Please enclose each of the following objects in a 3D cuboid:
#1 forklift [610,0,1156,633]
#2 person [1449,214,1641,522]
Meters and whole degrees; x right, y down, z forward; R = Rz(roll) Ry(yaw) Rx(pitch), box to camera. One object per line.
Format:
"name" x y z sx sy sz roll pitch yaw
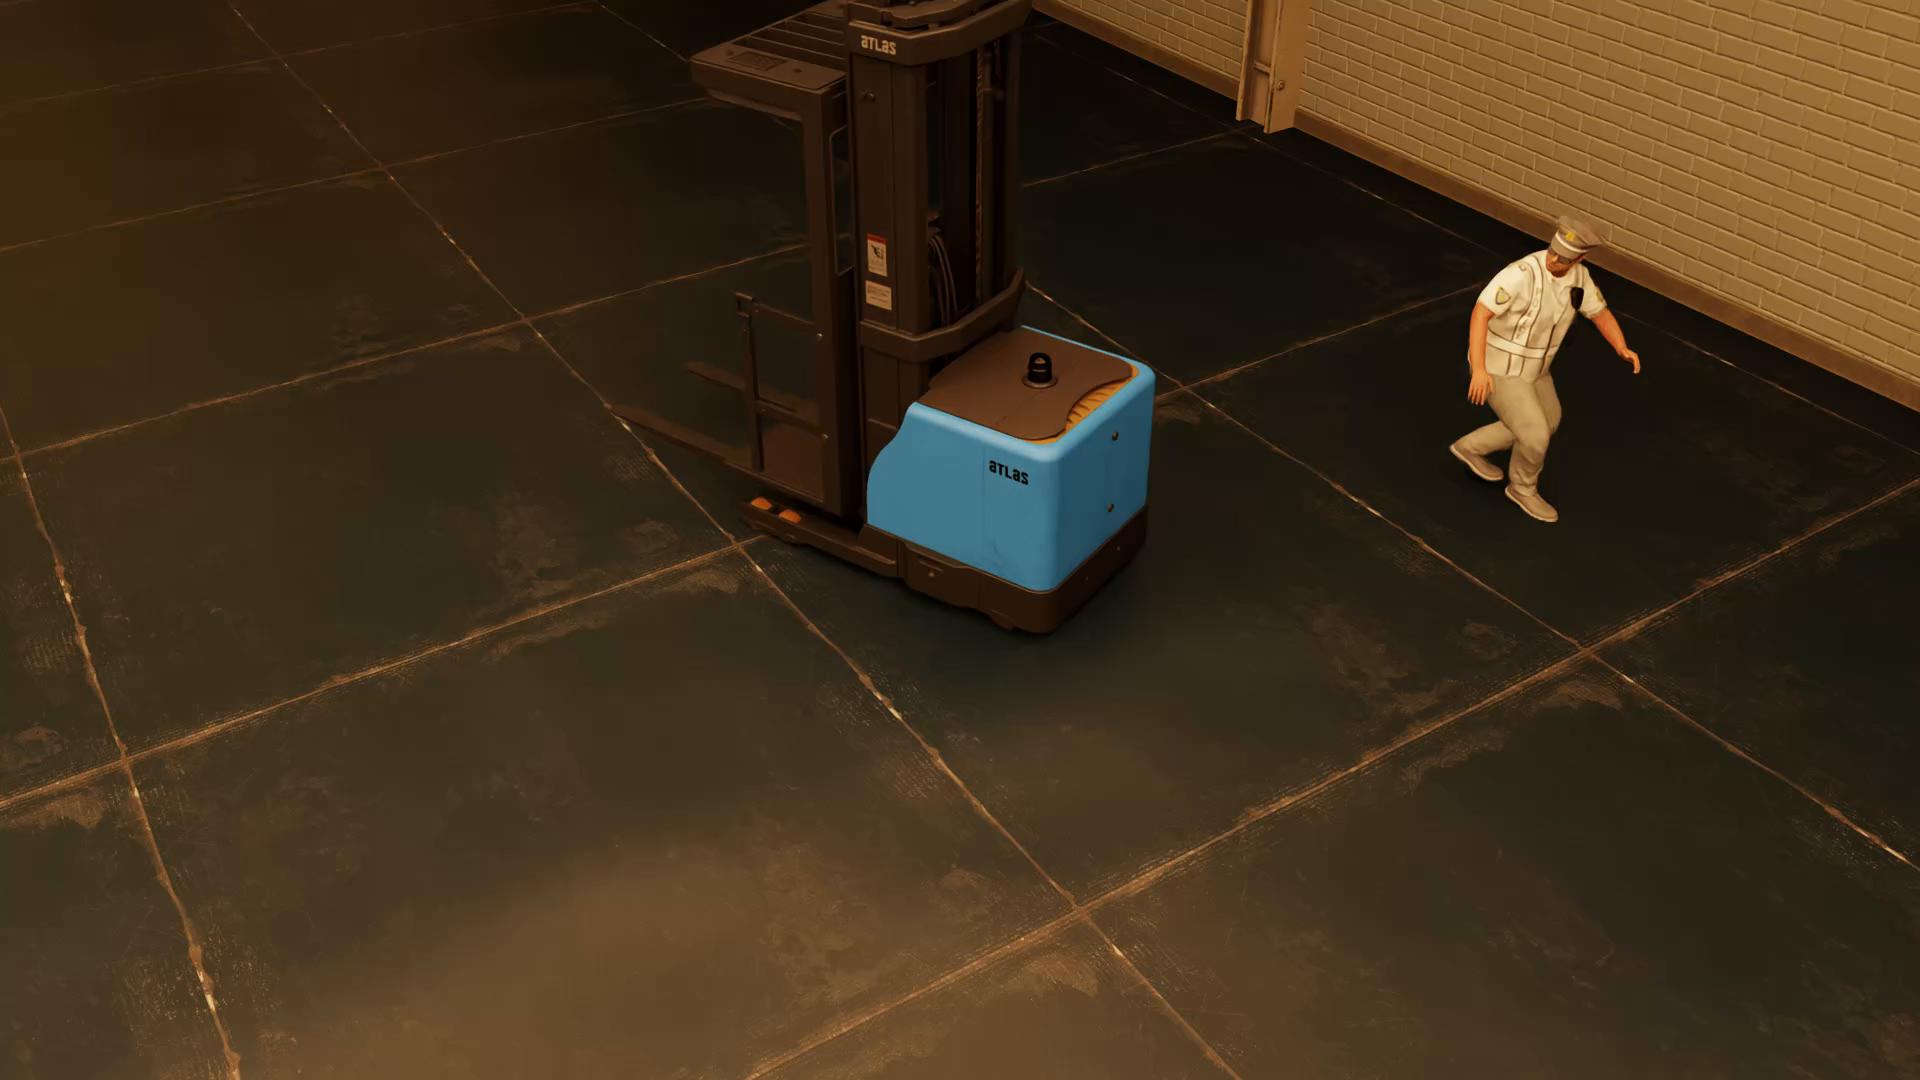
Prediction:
"forklift" -0.541 -1.415 8.162 3.031 2.935 1.130 22 41 28
"person" 2.949 -0.845 8.491 0.886 1.637 0.852 -26 42 -32
